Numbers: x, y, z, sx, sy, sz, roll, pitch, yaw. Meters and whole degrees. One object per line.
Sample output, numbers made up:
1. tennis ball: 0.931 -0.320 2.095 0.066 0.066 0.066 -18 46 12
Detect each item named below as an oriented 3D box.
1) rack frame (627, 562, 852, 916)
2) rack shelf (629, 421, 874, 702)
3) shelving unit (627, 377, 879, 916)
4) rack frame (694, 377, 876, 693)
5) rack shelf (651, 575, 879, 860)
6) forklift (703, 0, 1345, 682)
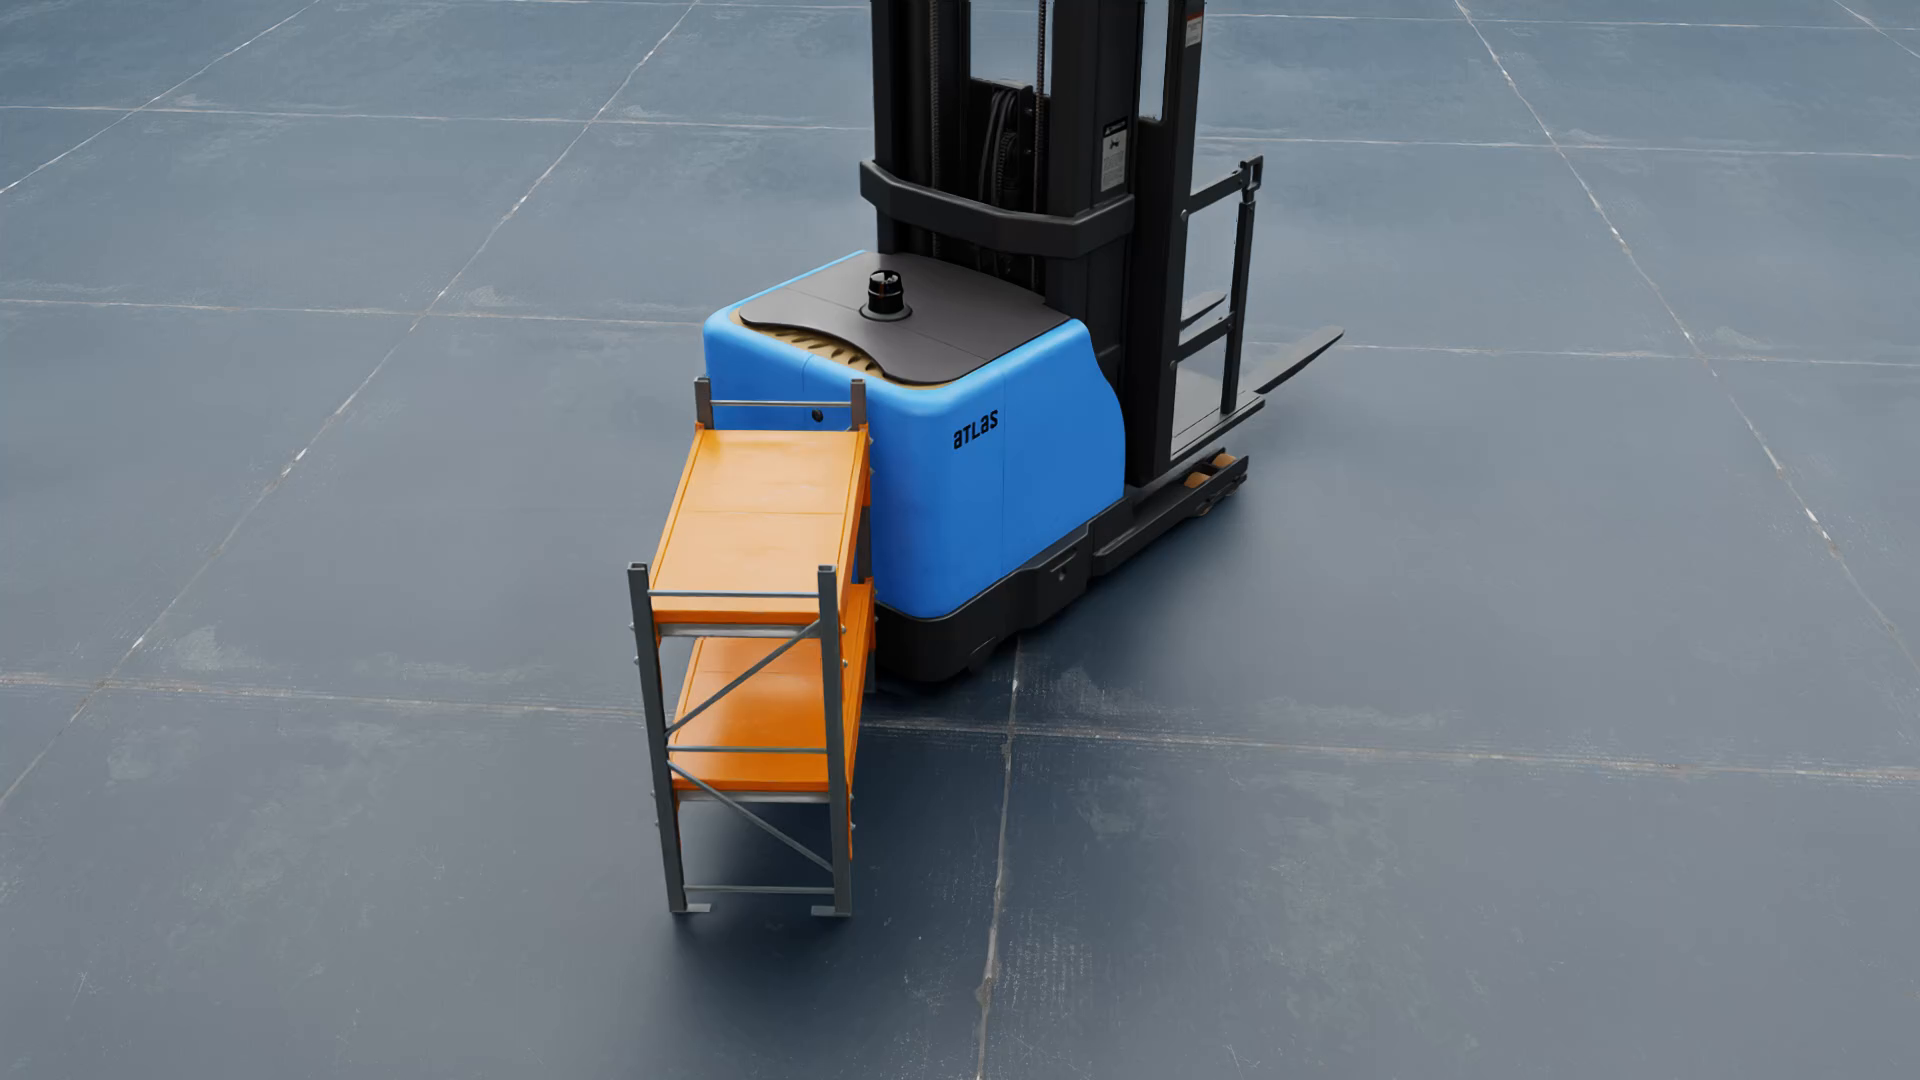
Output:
1. rack frame: -0.550 0.544 4.295 0.500 1.125 0.032 1 32 1
2. rack shelf: -0.538 0.028 4.574 0.538 0.278 1.000 1 32 1
3. shelving unit: -0.538 0.277 4.728 0.538 1.125 1.048 1 32 1
4. rack frame: -0.527 0.011 5.161 0.500 1.125 0.032 1 32 1
5. rack shelf: -0.538 0.485 4.856 0.538 0.278 1.000 1 32 1
6. forklift: 0.476 -1.491 5.876 1.130 2.935 3.031 24 39 33
